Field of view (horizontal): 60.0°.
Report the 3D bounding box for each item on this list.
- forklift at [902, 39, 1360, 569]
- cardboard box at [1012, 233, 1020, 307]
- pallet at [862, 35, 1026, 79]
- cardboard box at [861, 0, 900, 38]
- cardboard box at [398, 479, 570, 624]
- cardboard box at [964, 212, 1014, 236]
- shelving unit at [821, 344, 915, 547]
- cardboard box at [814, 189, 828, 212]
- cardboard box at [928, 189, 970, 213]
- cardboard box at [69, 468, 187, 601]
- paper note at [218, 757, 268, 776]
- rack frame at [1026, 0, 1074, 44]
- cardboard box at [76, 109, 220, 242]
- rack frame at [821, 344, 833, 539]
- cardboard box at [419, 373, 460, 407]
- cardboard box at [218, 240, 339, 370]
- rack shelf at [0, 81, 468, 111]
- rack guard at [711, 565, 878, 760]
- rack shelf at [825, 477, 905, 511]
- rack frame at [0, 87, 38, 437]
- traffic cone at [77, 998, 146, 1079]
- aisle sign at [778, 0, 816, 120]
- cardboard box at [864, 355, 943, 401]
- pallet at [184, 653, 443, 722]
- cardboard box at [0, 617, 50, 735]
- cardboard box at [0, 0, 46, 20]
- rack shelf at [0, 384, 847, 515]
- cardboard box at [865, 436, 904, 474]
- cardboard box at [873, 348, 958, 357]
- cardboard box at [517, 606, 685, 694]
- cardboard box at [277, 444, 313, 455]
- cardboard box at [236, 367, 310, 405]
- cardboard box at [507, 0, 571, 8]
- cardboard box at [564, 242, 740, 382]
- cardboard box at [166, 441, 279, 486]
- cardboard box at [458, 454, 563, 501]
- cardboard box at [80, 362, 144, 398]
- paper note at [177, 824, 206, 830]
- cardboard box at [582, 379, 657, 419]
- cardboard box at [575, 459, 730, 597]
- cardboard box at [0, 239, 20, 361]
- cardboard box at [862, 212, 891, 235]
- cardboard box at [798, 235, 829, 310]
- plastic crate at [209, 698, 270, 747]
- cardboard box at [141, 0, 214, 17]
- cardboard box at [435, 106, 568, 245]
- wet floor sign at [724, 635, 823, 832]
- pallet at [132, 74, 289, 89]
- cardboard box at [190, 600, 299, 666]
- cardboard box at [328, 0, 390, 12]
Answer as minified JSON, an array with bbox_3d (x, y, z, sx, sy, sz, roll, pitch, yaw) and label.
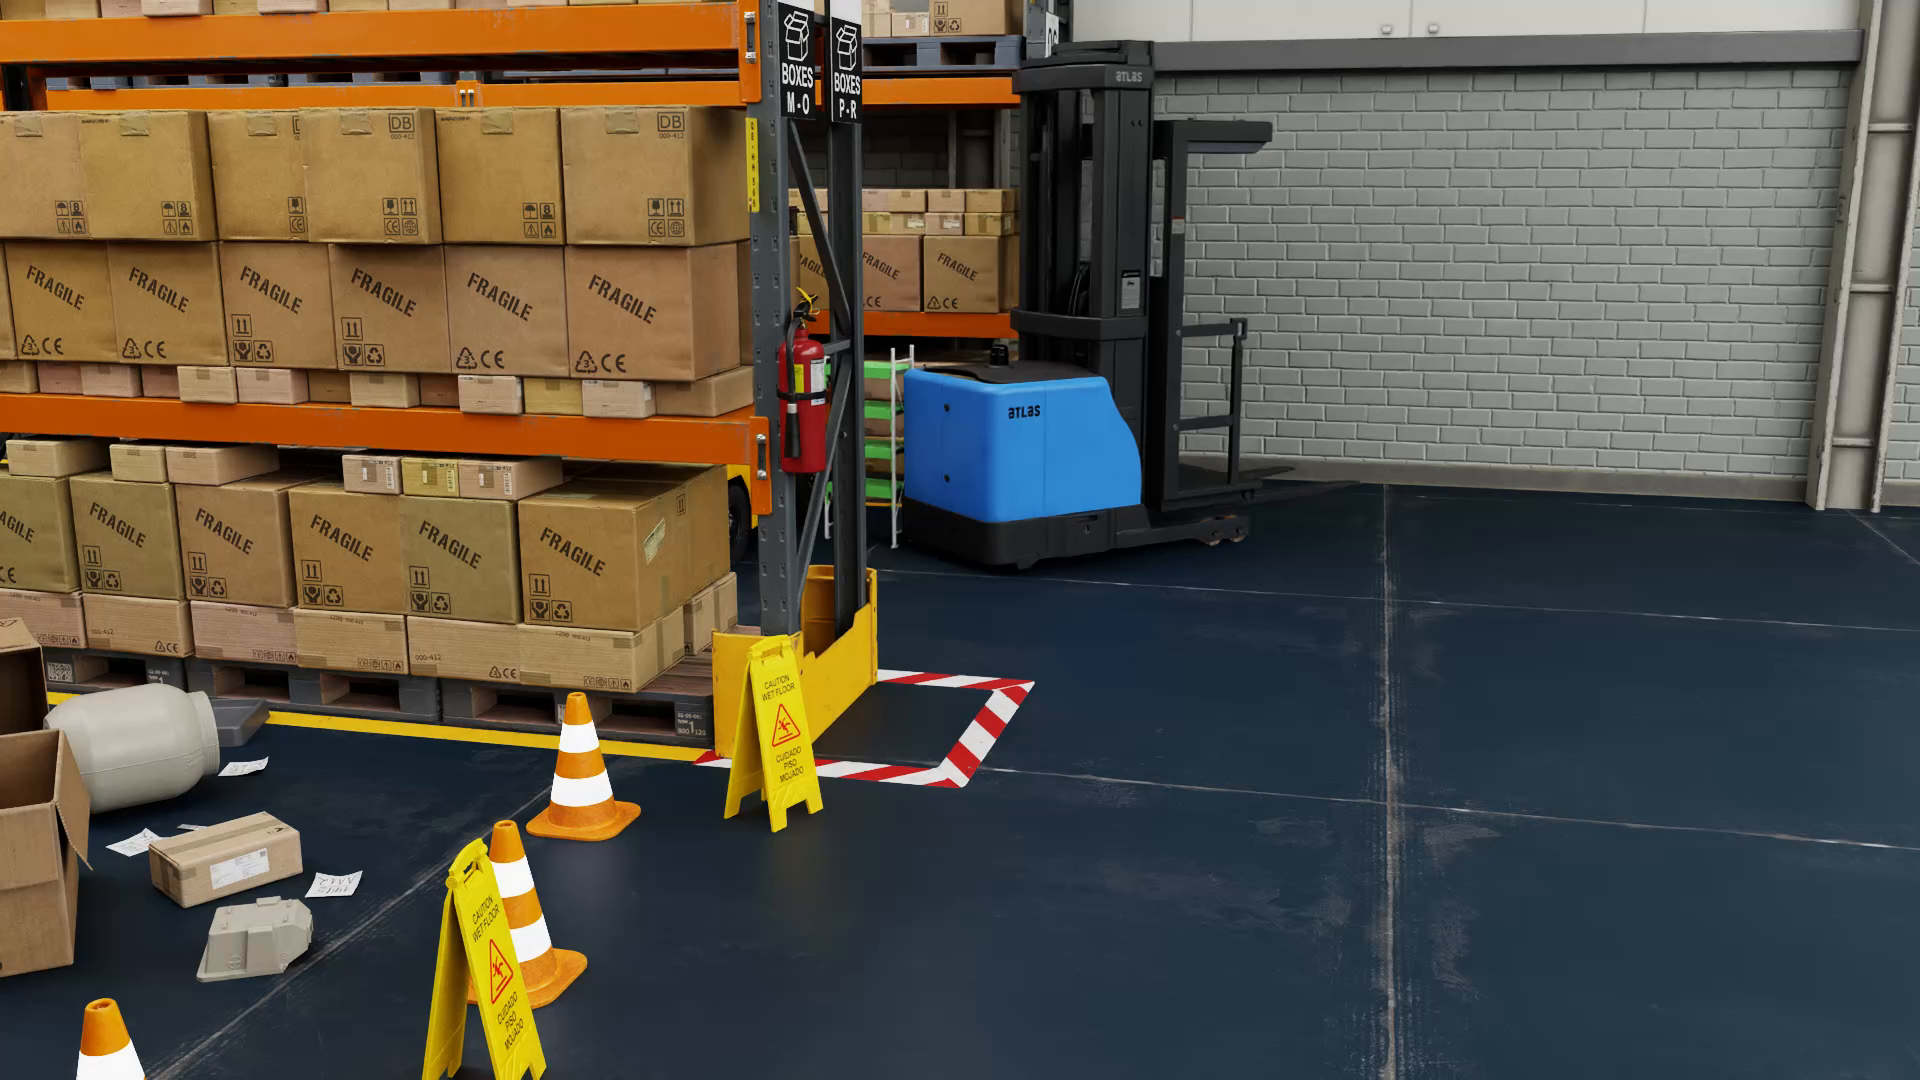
[{"bbox_3d":[1.173,-1.482,10.149,3.031,2.935,1.130,-8,15,-31],"label":"forklift"},{"bbox_3d":[0.185,-1.909,11.682,0.500,0.500,0.500,3,13,15],"label":"cardboard box"},{"bbox_3d":[-0.081,-3.239,11.188,1.213,0.211,1.003,3,13,14],"label":"pallet"},{"bbox_3d":[-0.524,-3.421,10.912,0.258,0.266,0.396,3,13,14],"label":"cardboard box"},{"bbox_3d":[-1.934,0.026,6.838,0.500,0.500,0.500,4,13,16],"label":"cardboard box"},{"bbox_3d":[0.196,-2.101,11.048,0.250,0.149,0.380,3,13,14],"label":"cardboard box"},{"bbox_3d":[-0.557,-0.590,10.123,0.503,1.200,0.258,7,14,28],"label":"shelving unit"},{"bbox_3d":[-0.810,-2.294,11.232,0.250,0.149,0.380,3,13,15],"label":"cardboard box"},{"bbox_3d":[-0.046,-2.267,11.112,0.250,0.149,0.380,3,13,14],"label":"cardboard box"},{"bbox_3d":[-3.439,-0.056,7.207,0.500,0.500,0.500,4,13,16],"label":"cardboard box"},{"bbox_3d":[-2.713,0.857,6.301,0.148,0.019,0.142,-1,13,-6],"label":"paper note"},{"bbox_3d":[0.599,-4.705,10.664,0.127,3.000,1.000,3,13,14],"label":"rack frame"},{"bbox_3d":[-3.123,-1.490,6.800,0.500,0.500,0.700,3,13,12],"label":"cardboard box"},{"bbox_3d":[-0.771,-0.615,10.237,0.015,1.200,0.240,7,14,28],"label":"rack frame"},{"bbox_3d":[-1.989,-0.641,6.779,0.250,0.149,0.380,3,13,14],"label":"cardboard box"},{"bbox_3d":[-2.637,-0.980,6.809,0.500,0.500,0.500,3,13,14],"label":"cardboard box"},{"bbox_3d":[-5.226,-3.201,12.470,4.000,0.370,1.077,3,13,14],"label":"rack shelf"},{"bbox_3d":[-0.660,0.484,6.896,0.348,0.500,1.175,3,13,14],"label":"rack guard"},{"bbox_3d":[-0.557,-0.293,10.188,0.480,0.148,0.258,7,14,28],"label":"rack shelf"},{"bbox_3d":[-7.168,-2.191,13.185,0.127,3.000,1.000,3,13,14],"label":"rack frame"},{"bbox_3d":[-1.850,1.226,3.637,0.334,0.463,0.336,3,13,14],"label":"traffic cone"},{"bbox_3d":[-0.596,-1.937,6.037,0.004,0.787,0.394,3,13,14],"label":"aisle sign"},{"bbox_3d":[-0.420,-1.110,11.383,0.500,0.250,0.500,3,13,15],"label":"cardboard box"},{"bbox_3d":[-2.621,0.512,7.439,1.213,0.211,1.003,3,13,14],"label":"pallet"},{"bbox_3d":[-3.756,0.621,6.274,0.500,0.500,0.500,-9,15,-35],"label":"cardboard box"},{"bbox_3d":[-3.718,-2.199,6.873,0.250,0.149,0.380,3,13,14],"label":"cardboard box"},{"bbox_3d":[-2.528,-0.485,7.154,4.000,0.370,1.077,3,13,14],"label":"rack shelf"},{"bbox_3d":[-0.413,-0.624,11.502,0.500,0.250,0.500,3,13,14],"label":"cardboard box"},{"bbox_3d":[-0.308,-1.217,11.863,0.500,0.250,0.500,3,13,14],"label":"cardboard box"},{"bbox_3d":[-1.459,0.419,6.800,0.500,0.250,0.500,3,13,13],"label":"cardboard box"},{"bbox_3d":[-3.337,-0.168,7.713,0.500,0.500,0.500,3,13,15],"label":"cardboard box"},{"bbox_3d":[-2.750,-0.658,6.852,0.250,0.149,0.380,3,13,13],"label":"cardboard box"},{"bbox_3d":[-1.499,-2.060,6.250,0.250,0.149,0.380,3,13,15],"label":"cardboard box"},{"bbox_3d":[-1.179,-0.896,6.431,0.500,0.500,0.500,3,13,13],"label":"cardboard box"},{"bbox_3d":[-3.093,-0.339,6.986,0.250,0.149,0.380,4,13,17],"label":"cardboard box"},{"bbox_3d":[-1.799,-0.269,6.671,0.250,0.149,0.380,3,13,15],"label":"cardboard box"},{"bbox_3d":[-3.486,-0.703,7.059,0.250,0.149,0.380,3,13,15],"label":"cardboard box"},{"bbox_3d":[-2.639,0.993,5.737,0.123,0.001,0.032,3,13,14],"label":"paper note"},{"bbox_3d":[-1.273,-0.574,6.474,0.250,0.149,0.380,3,13,13],"label":"cardboard box"},{"bbox_3d":[-1.327,-0.062,7.235,0.500,0.500,0.500,3,13,12],"label":"cardboard box"},{"bbox_3d":[-4.110,-1.052,7.133,0.500,0.500,0.500,3,13,13],"label":"cardboard box"},{"bbox_3d":[-0.535,-2.149,11.267,0.250,0.149,0.380,3,13,13],"label":"cardboard box"},{"bbox_3d":[-0.941,-1.851,11.419,0.500,0.500,0.500,3,13,12],"label":"cardboard box"},{"bbox_3d":[-3.142,0.740,6.715,0.583,0.080,0.402,-1,13,-6],"label":"plastic crate"},{"bbox_3d":[-2.995,-2.128,6.556,0.250,0.149,0.380,3,13,12],"label":"cardboard box"},{"bbox_3d":[-1.624,-1.423,6.495,0.500,0.500,0.700,3,13,14],"label":"cardboard box"},{"bbox_3d":[-0.658,0.652,5.804,0.232,0.644,0.267,8,15,33],"label":"wet floor sign"},{"bbox_3d":[-5.401,-3.490,12.547,1.213,0.211,1.003,4,13,16],"label":"pallet"},{"bbox_3d":[-2.925,0.337,7.166,0.500,0.250,0.500,3,13,13],"label":"cardboard box"},{"bbox_3d":[-2.236,-2.106,6.455,0.250,0.149,0.380,3,13,12],"label":"cardboard box"}]
